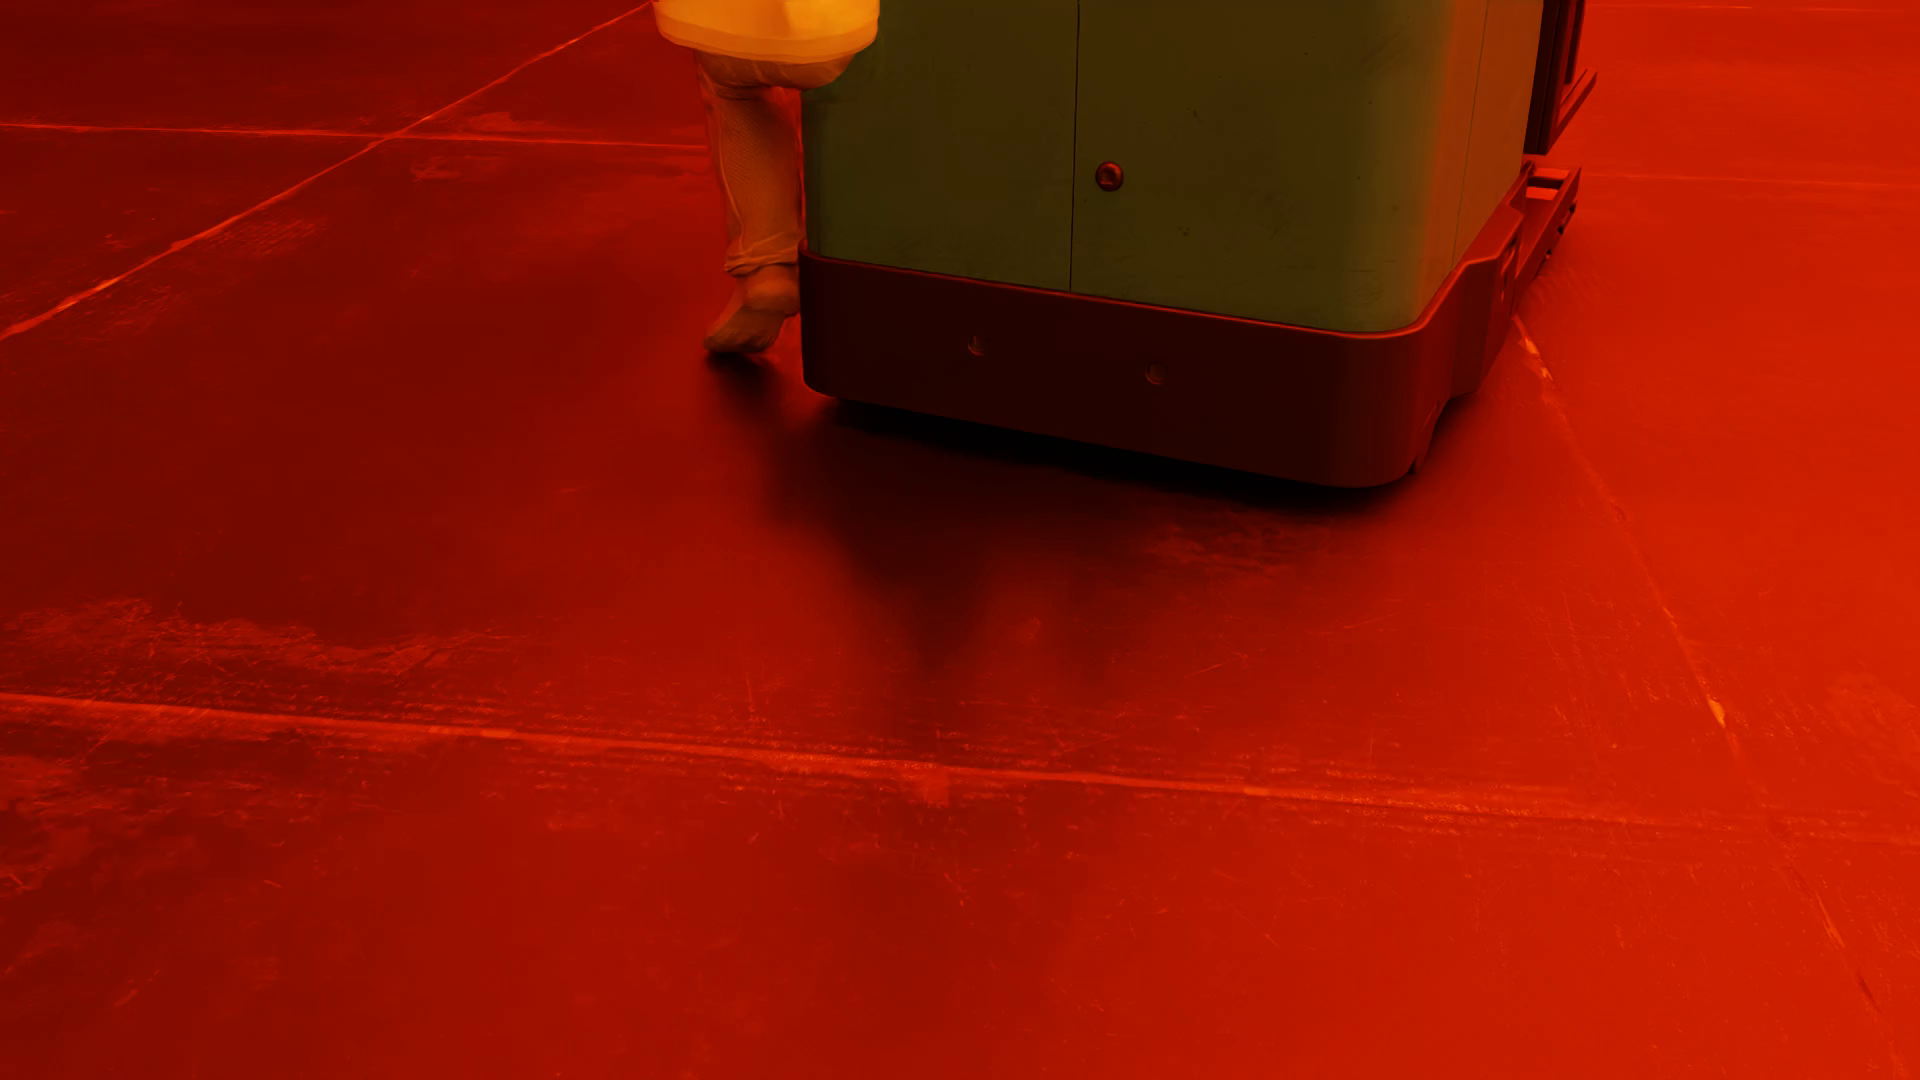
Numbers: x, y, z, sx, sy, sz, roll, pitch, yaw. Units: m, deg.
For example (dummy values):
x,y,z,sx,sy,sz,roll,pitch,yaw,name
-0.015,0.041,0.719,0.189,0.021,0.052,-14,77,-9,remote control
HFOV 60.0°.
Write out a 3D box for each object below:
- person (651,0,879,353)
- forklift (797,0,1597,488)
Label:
x,y,z,sx,sy,sz,roll,pitch,yaw,name
-0.167,-0.994,2.777,1.016,1.536,0.775,14,30,26,person
0.815,-2.019,3.264,1.130,2.935,3.031,12,29,23,forklift
